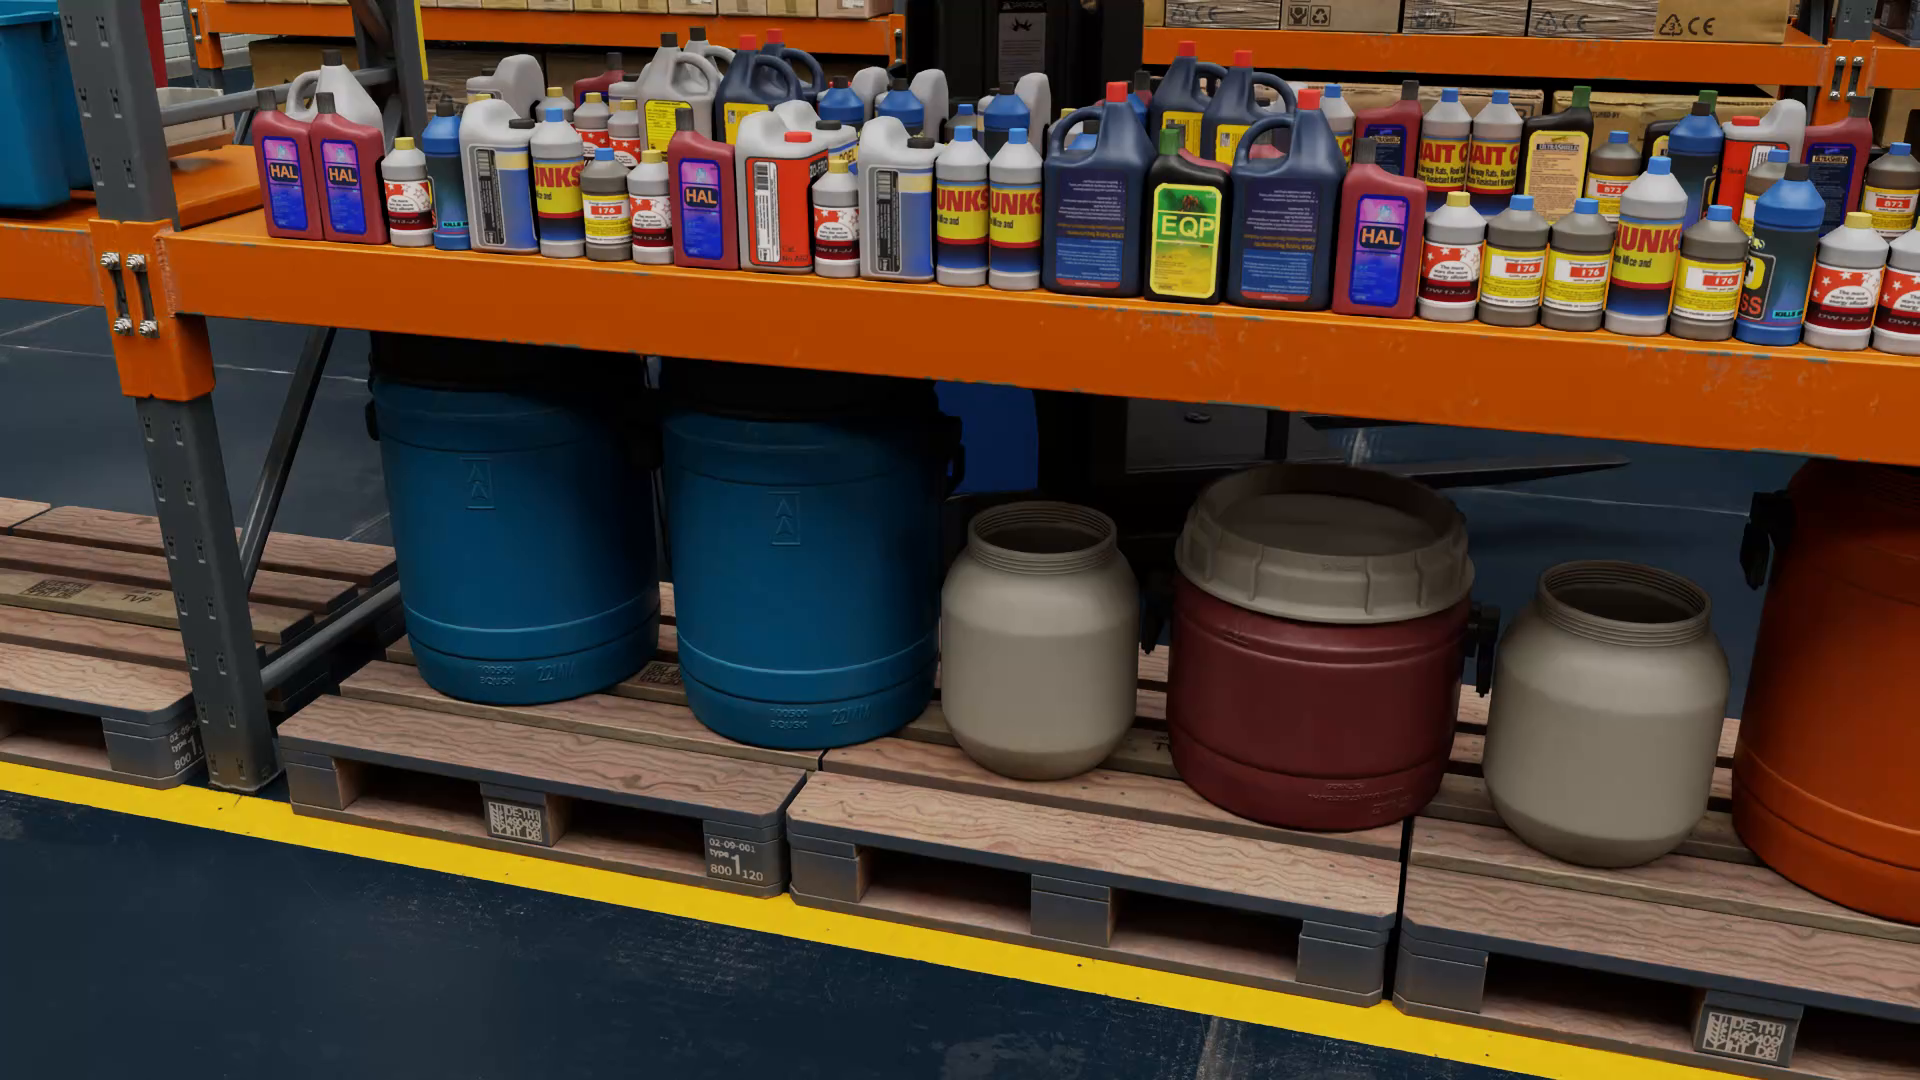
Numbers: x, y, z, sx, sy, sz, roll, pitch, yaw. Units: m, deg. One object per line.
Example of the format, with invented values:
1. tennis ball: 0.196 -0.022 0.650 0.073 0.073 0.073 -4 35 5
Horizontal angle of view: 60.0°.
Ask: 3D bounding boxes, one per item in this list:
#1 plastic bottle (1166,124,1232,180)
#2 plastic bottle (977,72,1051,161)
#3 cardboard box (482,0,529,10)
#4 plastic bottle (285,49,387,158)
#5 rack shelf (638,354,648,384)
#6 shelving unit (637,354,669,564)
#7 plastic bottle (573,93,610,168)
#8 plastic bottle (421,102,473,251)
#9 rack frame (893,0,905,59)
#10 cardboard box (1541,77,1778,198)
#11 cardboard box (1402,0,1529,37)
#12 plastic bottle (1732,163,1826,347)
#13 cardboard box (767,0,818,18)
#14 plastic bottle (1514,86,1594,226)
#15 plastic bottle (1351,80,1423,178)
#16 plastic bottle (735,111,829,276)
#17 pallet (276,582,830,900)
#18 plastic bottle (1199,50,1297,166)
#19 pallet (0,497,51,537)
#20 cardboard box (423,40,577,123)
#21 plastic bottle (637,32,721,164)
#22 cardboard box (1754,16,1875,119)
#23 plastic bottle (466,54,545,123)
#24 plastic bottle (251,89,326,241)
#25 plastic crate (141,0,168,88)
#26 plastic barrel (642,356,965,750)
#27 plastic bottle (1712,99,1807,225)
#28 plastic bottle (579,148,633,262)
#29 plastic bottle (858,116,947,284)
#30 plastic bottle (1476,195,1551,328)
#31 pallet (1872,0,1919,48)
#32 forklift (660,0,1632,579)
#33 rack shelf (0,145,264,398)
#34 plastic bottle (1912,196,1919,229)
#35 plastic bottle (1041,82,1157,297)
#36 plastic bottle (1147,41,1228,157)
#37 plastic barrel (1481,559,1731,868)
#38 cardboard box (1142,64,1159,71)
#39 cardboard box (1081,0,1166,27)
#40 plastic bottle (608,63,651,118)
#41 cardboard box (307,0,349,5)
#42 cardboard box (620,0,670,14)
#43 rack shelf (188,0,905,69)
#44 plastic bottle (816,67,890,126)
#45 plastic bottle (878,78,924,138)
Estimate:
1. plastic bottle: 0.399 -0.564 2.847 0.133 0.283 0.061 7 23 16
2. plastic bottle: 0.115 -0.867 3.594 0.135 0.276 0.152 7 23 16
3. cardboard box: -2.220 -2.780 8.426 0.250 0.149 0.380 6 23 14
4. plastic bottle: -1.257 -0.802 3.337 0.185 0.351 0.144 7 23 16
5. rack shelf: -1.032 -0.475 4.950 0.180 0.103 0.258 -6 23 -4
6. shelving unit: -1.035 -0.516 4.933 0.189 1.200 0.258 -6 23 -4
7. plastic bottle: -0.839 -0.928 3.842 0.097 0.201 0.097 0 22 0
8. plastic bottle: -0.974 -0.699 3.192 0.097 0.271 0.097 0 22 0
9. rack frame: -0.108 -2.785 8.107 0.127 3.000 1.000 7 23 16
10. cardboard box: 3.067 -1.641 7.564 0.875 0.875 1.225 5 23 13
11. cardboard box: 2.204 -2.469 7.205 0.500 0.500 0.500 6 23 14
12. plastic bottle: 1.268 -0.443 2.566 0.097 0.271 0.097 0 22 0
13. cardboard box: -0.742 -2.611 8.014 0.250 0.149 0.380 7 23 17
14. plastic bottle: 1.191 -0.765 3.336 0.133 0.283 0.061 7 23 16
15. plastic bottle: 0.877 -0.801 3.424 0.133 0.283 0.061 7 23 16
16. plastic bottle: -0.319 -0.637 3.035 0.135 0.276 0.152 7 23 16
17. pallet: -0.812 0.405 4.006 1.213 0.211 1.003 7 23 16
18. plastic bottle: 0.575 -0.790 3.308 0.185 0.351 0.144 7 23 16
19. pallet: -3.426 0.105 4.735 1.213 0.211 1.003 7 23 16
20. cardboard box: -2.431 -2.294 9.156 0.875 0.875 0.875 7 23 16
21. plastic bottle: -0.606 -0.928 3.645 0.185 0.351 0.144 7 23 16
22. cardboard box: 5.808 -3.191 11.509 0.750 0.750 1.050 6 23 15
23. plastic bottle: -1.068 -1.002 3.924 0.135 0.276 0.152 7 23 16
24. plastic bottle: -1.311 -0.736 3.266 0.133 0.283 0.061 7 23 16
25. plastic crate: -2.321 -1.232 4.157 0.583 0.464 0.402 7 23 16
26. plastic barrel: -0.345 -0.065 3.688 0.708 0.901 0.600 7 23 16
27. plastic bottle: 1.527 -0.705 3.200 0.135 0.276 0.152 7 23 16
28. plastic bottle: -0.659 -0.631 3.117 0.097 0.201 0.097 0 22 0
29. plastic bottle: -0.097 -0.612 2.973 0.135 0.276 0.152 7 23 16
30. plastic bottle: 0.895 -0.453 2.683 0.097 0.201 0.097 0 22 0
31. pallet: 4.434 -2.218 6.978 1.003 0.211 1.213 7 23 16
32. forklift: 0.592 -1.433 4.901 3.031 2.935 1.130 -3 23 -8
33. rack shelf: -3.454 -0.872 4.391 4.000 0.370 1.077 7 23 16
34. plastic bottle: 1.867 -0.675 3.132 0.097 0.271 0.097 0 22 0
35. plastic bottle: 0.241 -0.606 2.860 0.185 0.351 0.144 7 23 16
36. plastic bottle: 0.490 -0.860 3.479 0.185 0.351 0.144 7 23 16
37. plastic barrel: 1.251 0.333 3.230 0.421 0.512 0.421 0 22 0
38. cardboard box: 0.510 -1.933 8.277 0.875 0.875 1.225 7 23 16
39. cardboard box: 0.742 -2.635 7.610 0.500 0.500 0.500 7 23 16
40. plastic bottle: -0.718 -0.962 3.827 0.135 0.276 0.152 7 23 16
41. cardboard box: -3.202 -2.893 8.701 0.250 0.149 0.380 6 23 14
42. cardboard box: -1.480 -2.696 8.220 0.250 0.149 0.380 7 23 17
43. rack shelf: -2.023 -2.671 8.778 4.000 0.370 1.077 7 23 16
44. plastic bottle: -0.236 -0.907 3.692 0.135 0.276 0.152 7 23 16
45. plastic bottle: -0.125 -0.843 3.541 0.097 0.271 0.097 0 22 0
